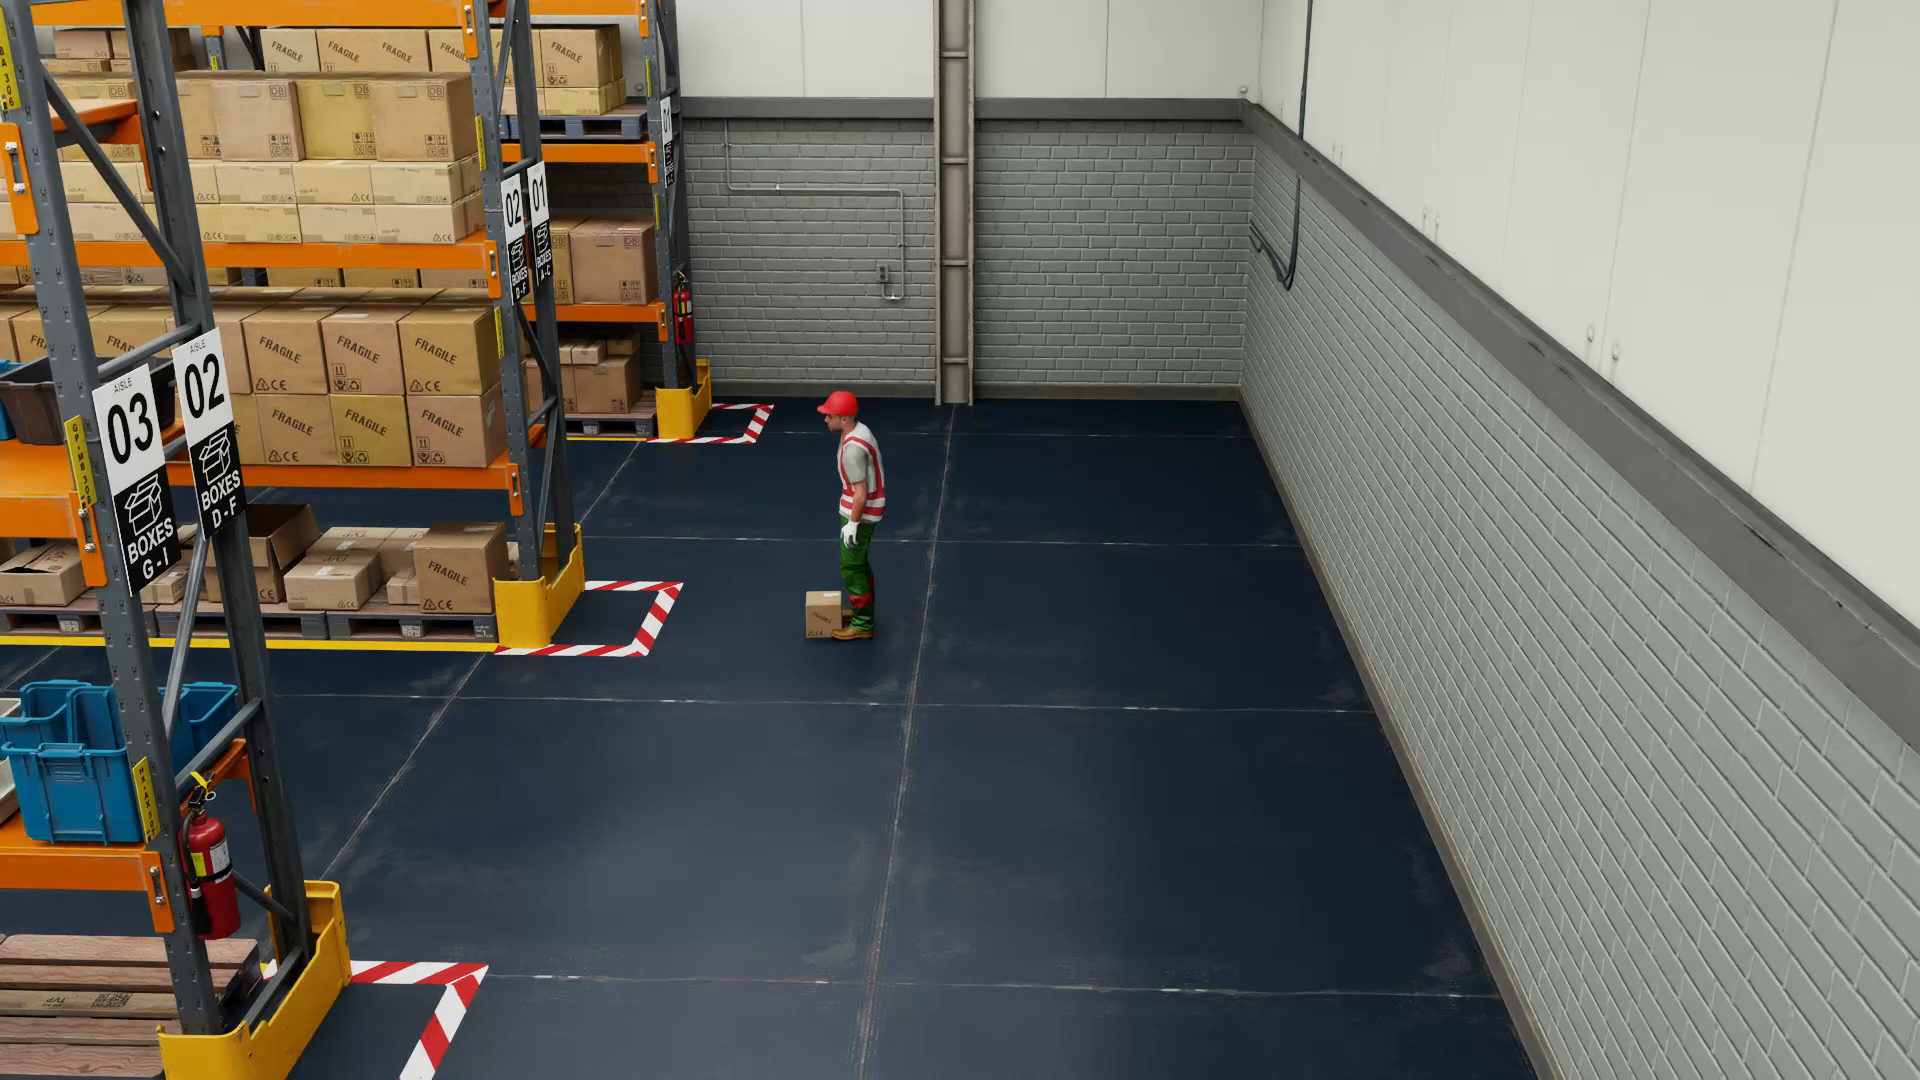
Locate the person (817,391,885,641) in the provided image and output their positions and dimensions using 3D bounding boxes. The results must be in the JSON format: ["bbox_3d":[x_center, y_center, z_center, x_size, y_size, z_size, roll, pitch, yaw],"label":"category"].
[{"bbox_3d":[-0.741,-0.178,11.531,0.452,1.779,0.618,-1,21,-2],"label":"person"}]
